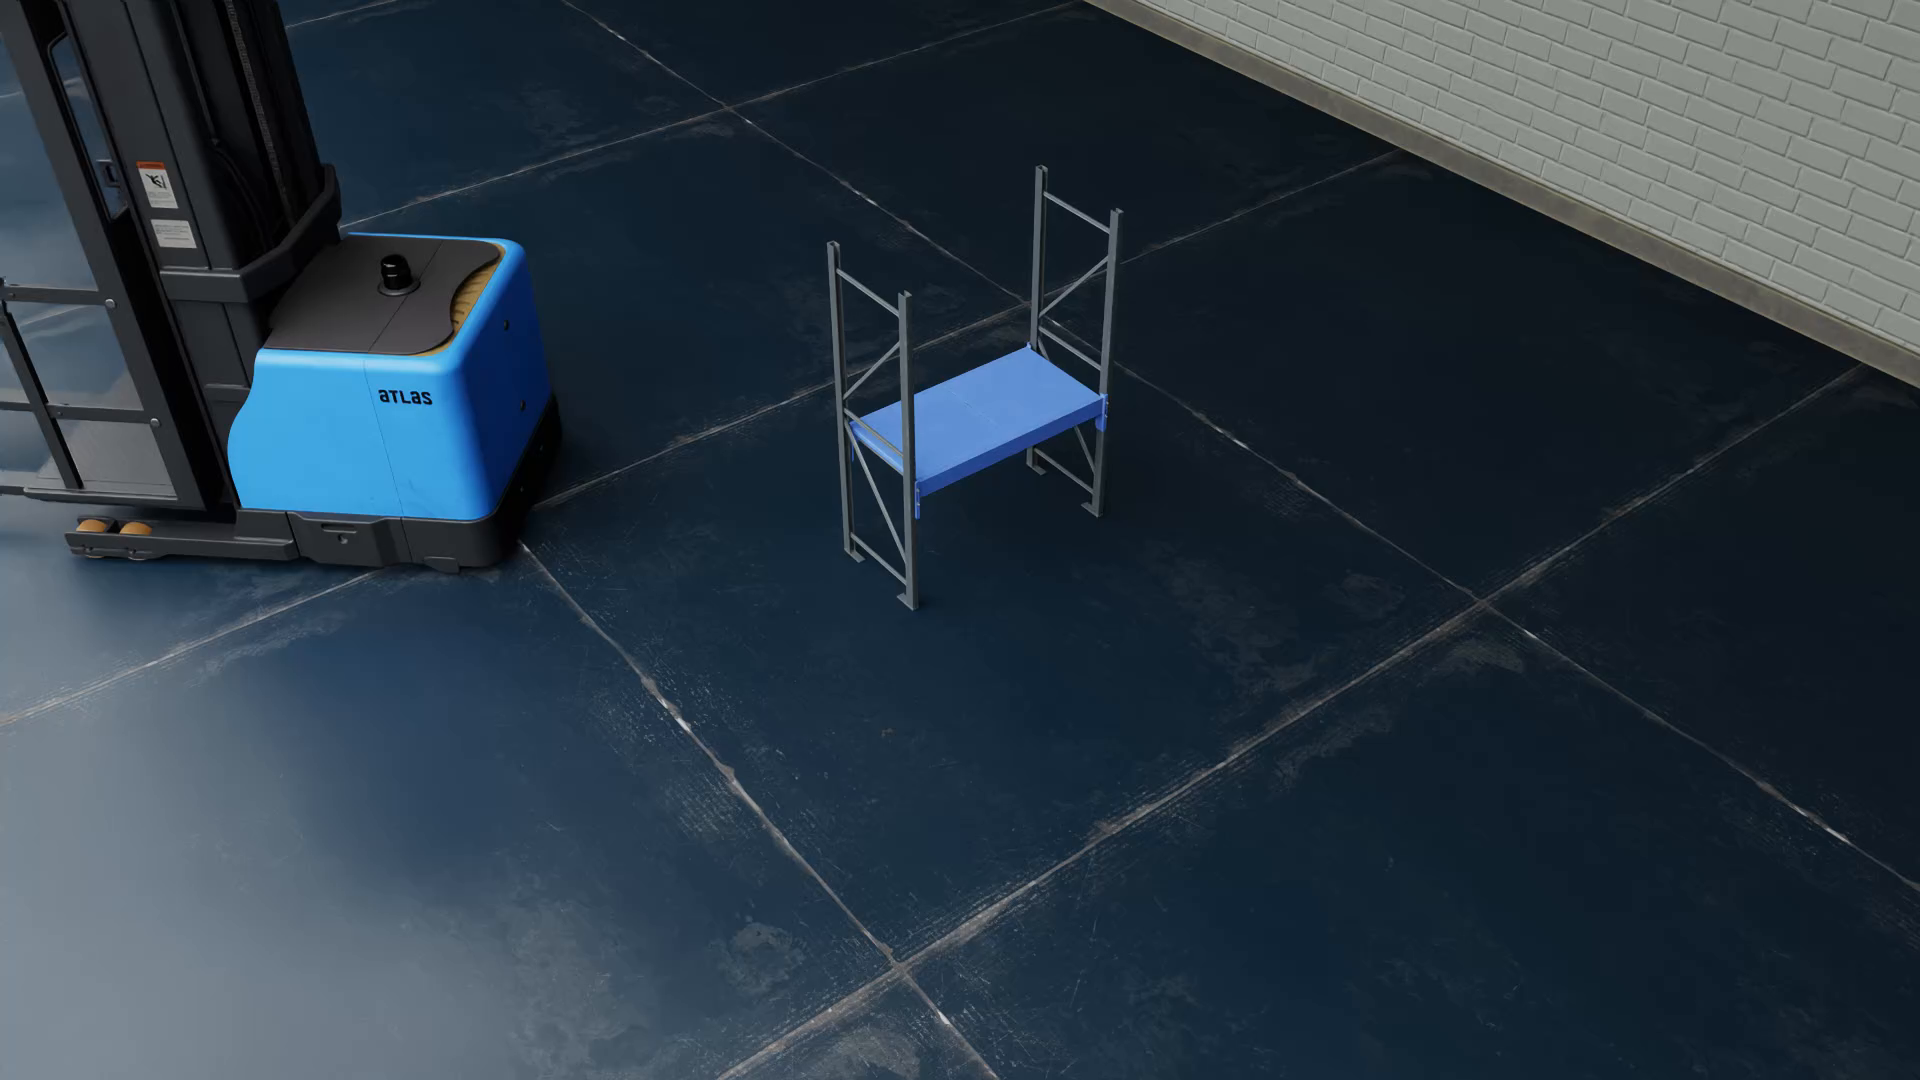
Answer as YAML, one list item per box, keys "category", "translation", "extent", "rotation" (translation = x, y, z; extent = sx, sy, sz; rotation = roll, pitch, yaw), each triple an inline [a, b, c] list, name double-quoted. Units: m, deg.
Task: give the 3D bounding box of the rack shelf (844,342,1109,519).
- category: "rack shelf"
  translation: [0.068, -0.474, 6.929]
  extent: [1.000, 0.185, 0.538]
  rotation: [-26, 46, -28]

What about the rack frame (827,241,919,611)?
- category: "rack frame"
  translation: [-0.335, -0.416, 6.575]
  extent: [0.032, 1.500, 0.500]
  rotation: [-26, 46, -28]

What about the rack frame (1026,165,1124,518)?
- category: "rack frame"
  translation: [0.471, -0.809, 7.054]
  extent: [0.032, 1.500, 0.500]
  rotation: [-26, 46, -28]

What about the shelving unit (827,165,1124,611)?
- category: "shelving unit"
  translation: [0.068, -0.613, 6.815]
  extent: [1.048, 1.500, 0.538]
  rotation: [-26, 46, -28]

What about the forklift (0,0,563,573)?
- category: "forklift"
  translation: [-3.392, -1.375, 6.615]
  extent: [3.031, 2.935, 1.130]
  rotation: [3, 39, 4]
